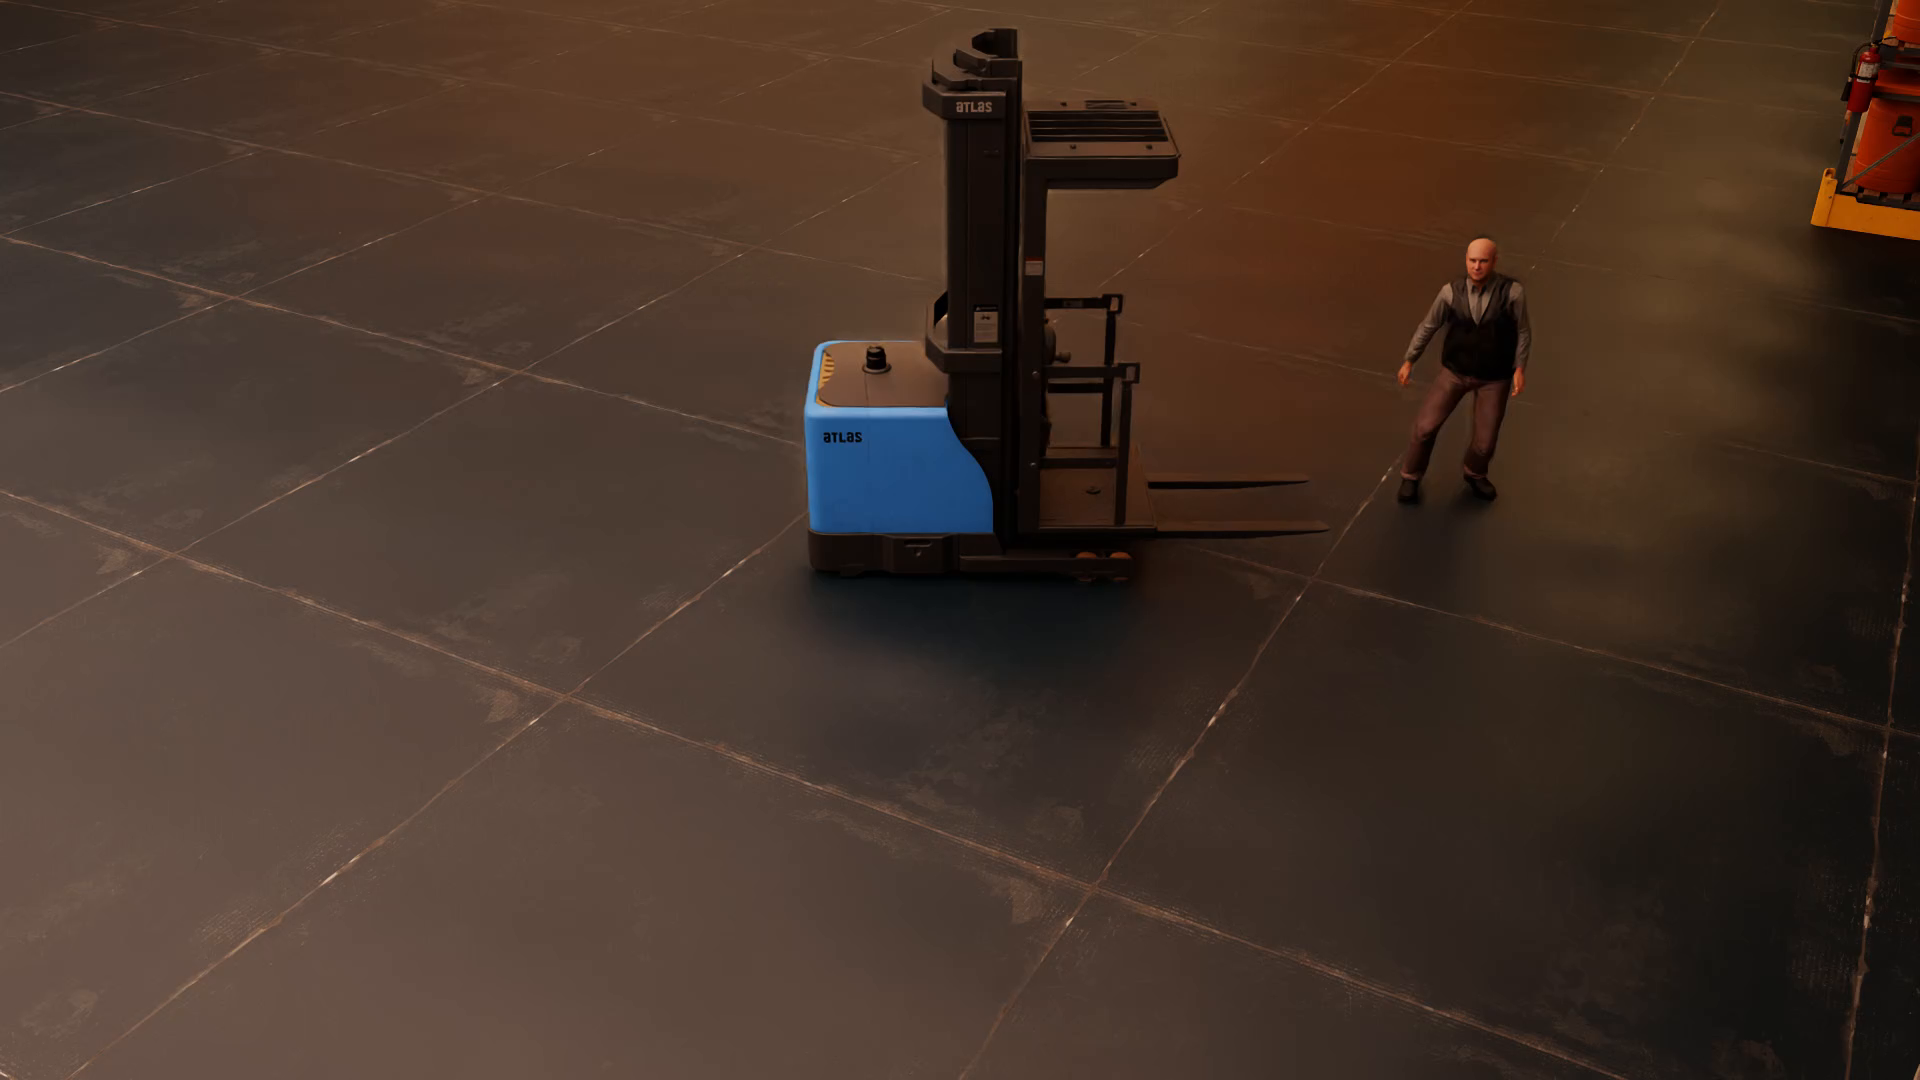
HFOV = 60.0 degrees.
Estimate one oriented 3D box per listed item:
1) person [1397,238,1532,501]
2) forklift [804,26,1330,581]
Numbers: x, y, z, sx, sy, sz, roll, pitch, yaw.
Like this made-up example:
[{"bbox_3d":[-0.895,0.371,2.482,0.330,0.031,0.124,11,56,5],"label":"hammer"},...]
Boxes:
[{"bbox_3d":[3.049,-1.008,10.108,0.764,1.653,0.513,13,33,22],"label":"person"},{"bbox_3d":[0.637,-1.298,9.320,3.031,2.935,1.130,0,30,0],"label":"forklift"}]
